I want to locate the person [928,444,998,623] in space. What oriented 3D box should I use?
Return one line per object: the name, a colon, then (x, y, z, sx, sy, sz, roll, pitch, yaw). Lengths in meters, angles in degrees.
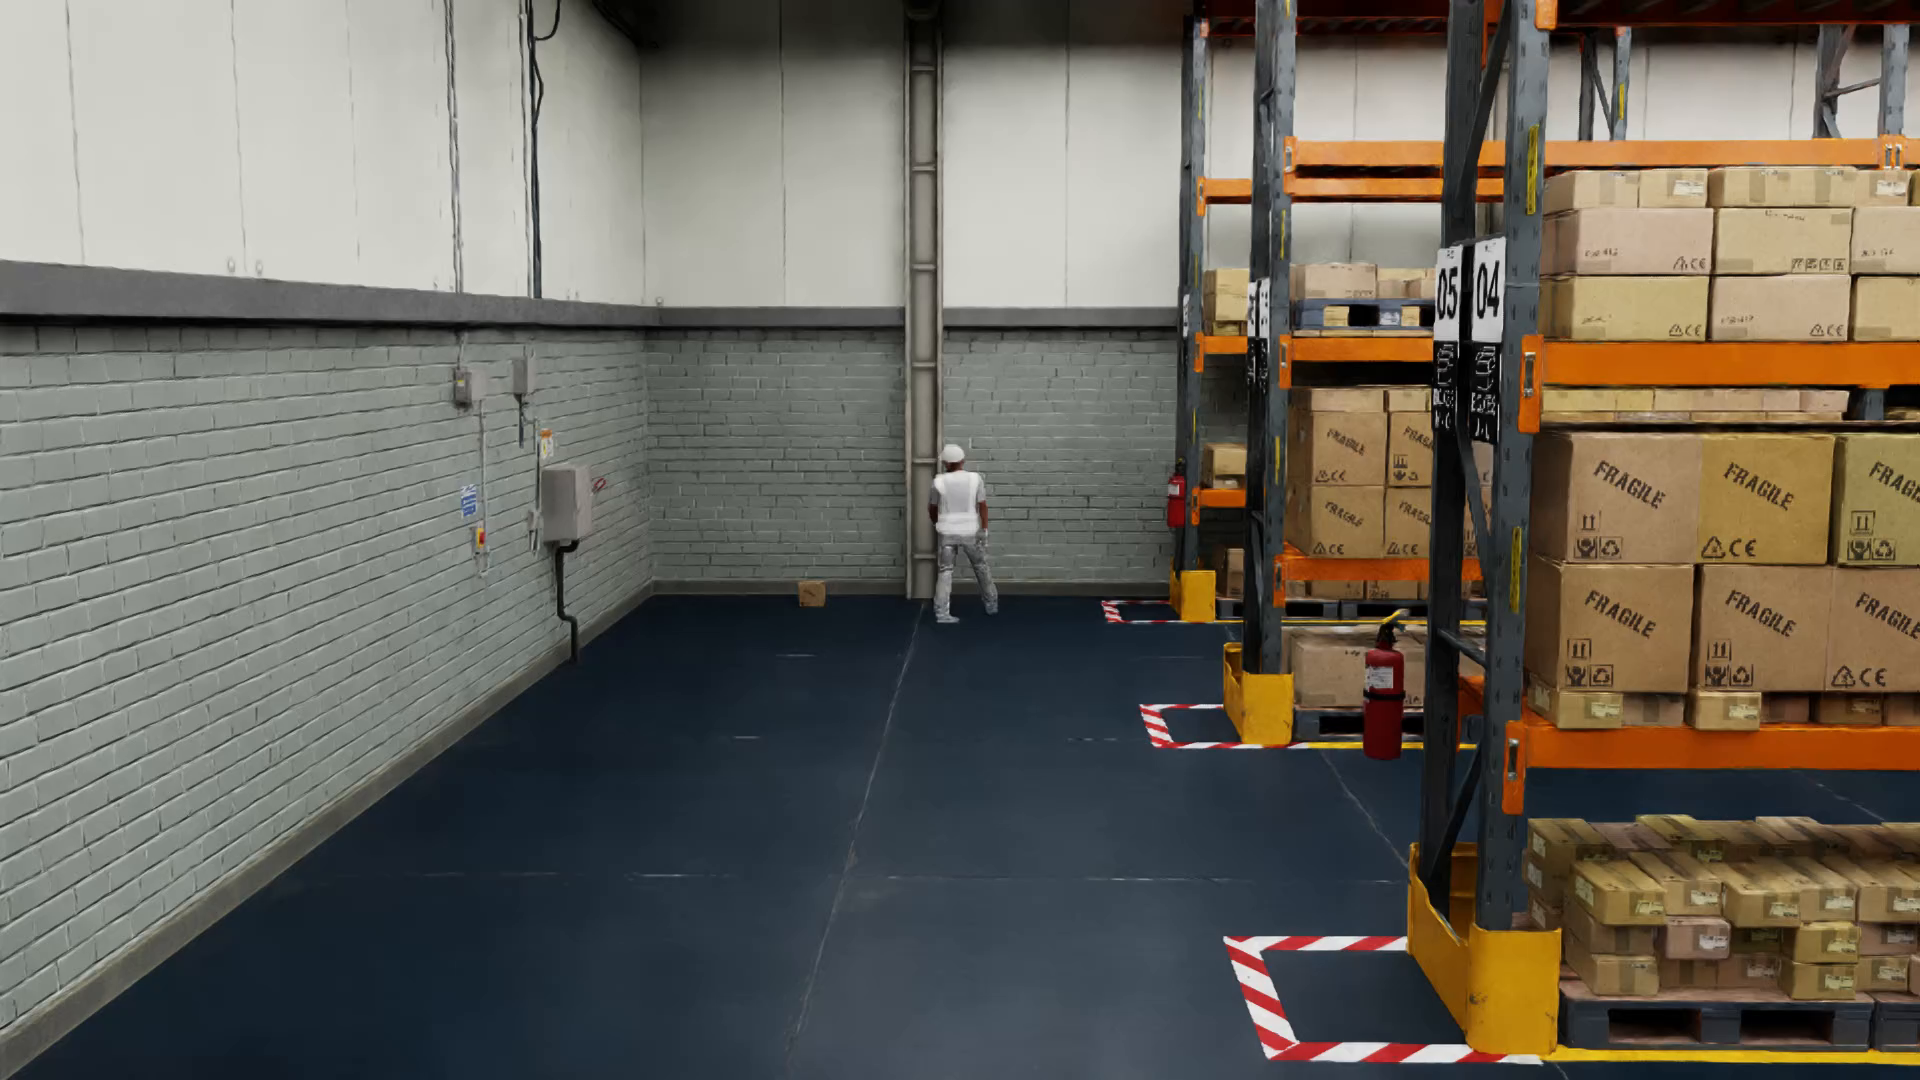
person: (0.037, -0.074, 16.463, 0.719, 1.760, 0.699, -1, 7, -5)
